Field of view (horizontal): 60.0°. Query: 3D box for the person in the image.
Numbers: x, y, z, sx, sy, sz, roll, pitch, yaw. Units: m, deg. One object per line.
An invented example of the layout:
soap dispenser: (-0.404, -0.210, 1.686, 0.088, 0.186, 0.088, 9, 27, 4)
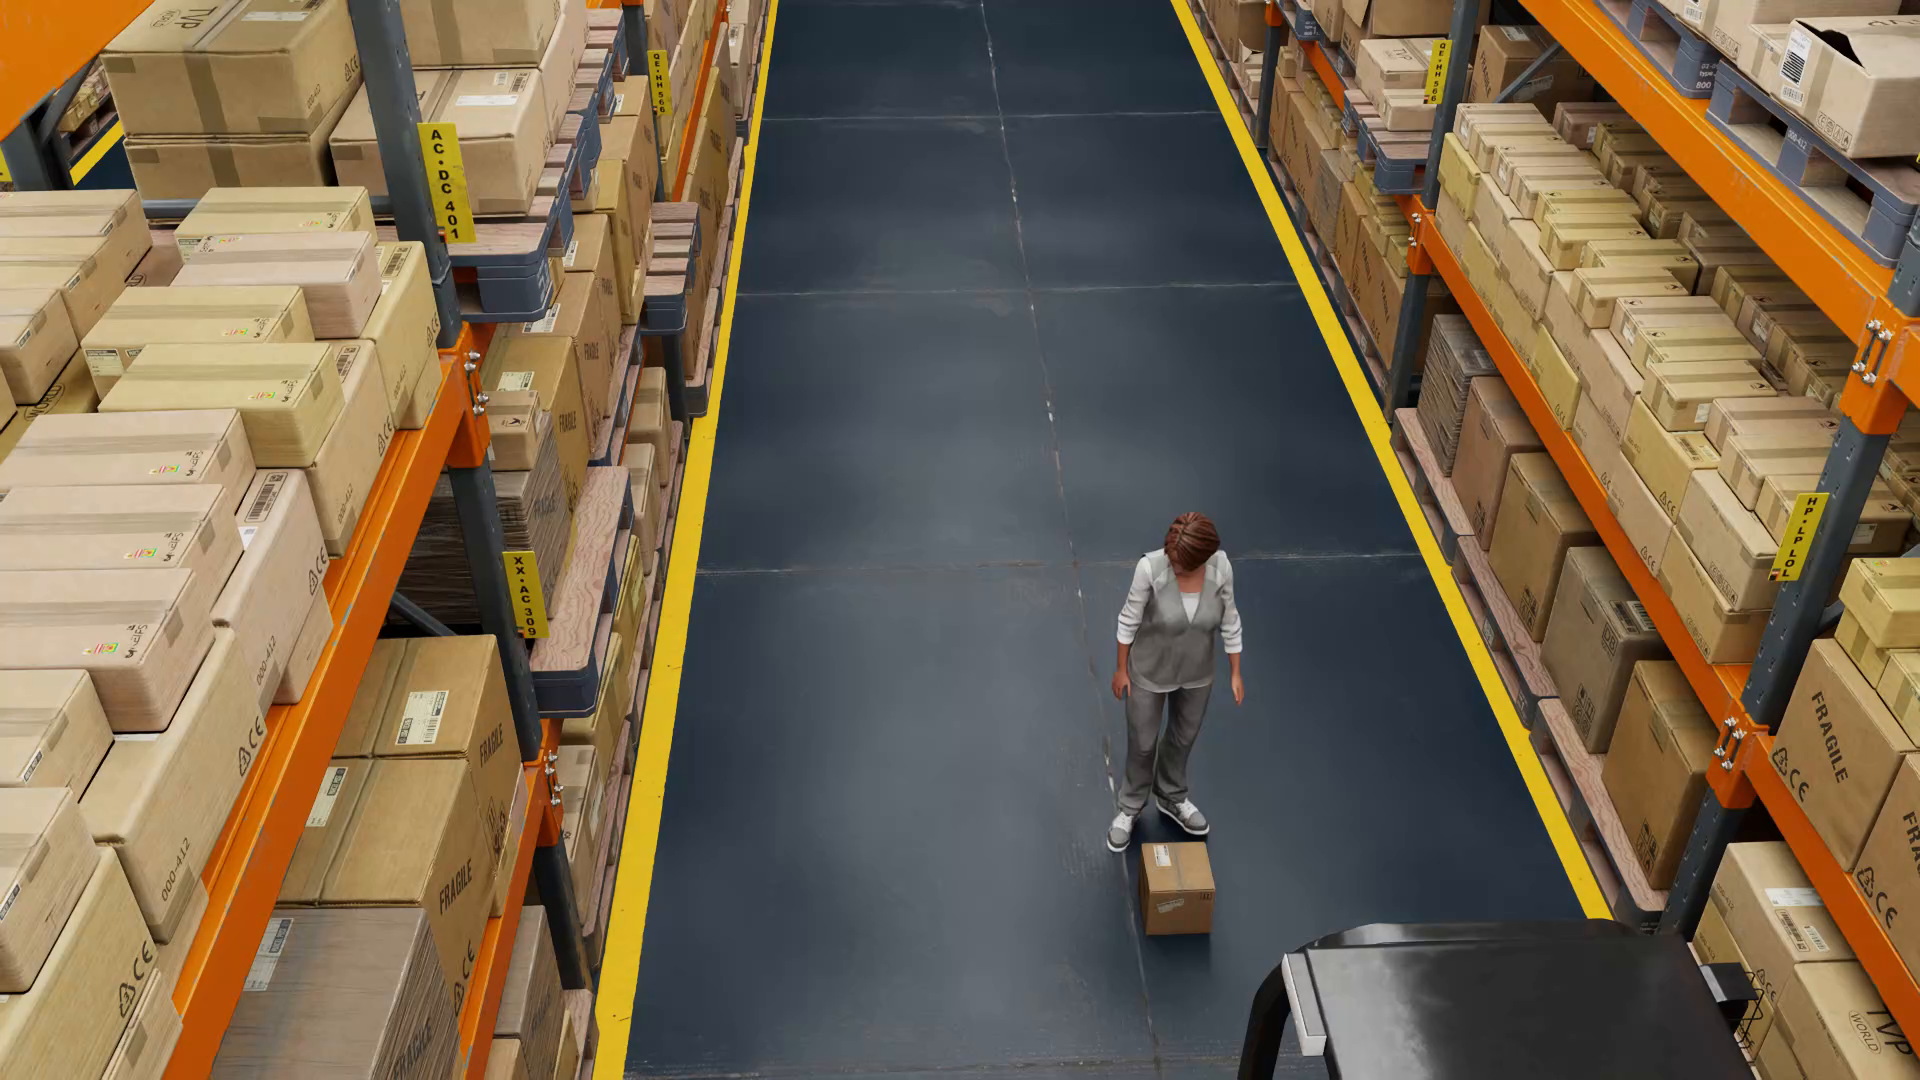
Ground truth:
person: (0.834, 0.529, 6.449, 0.511, 1.613, 0.326, -7, 36, -10)
